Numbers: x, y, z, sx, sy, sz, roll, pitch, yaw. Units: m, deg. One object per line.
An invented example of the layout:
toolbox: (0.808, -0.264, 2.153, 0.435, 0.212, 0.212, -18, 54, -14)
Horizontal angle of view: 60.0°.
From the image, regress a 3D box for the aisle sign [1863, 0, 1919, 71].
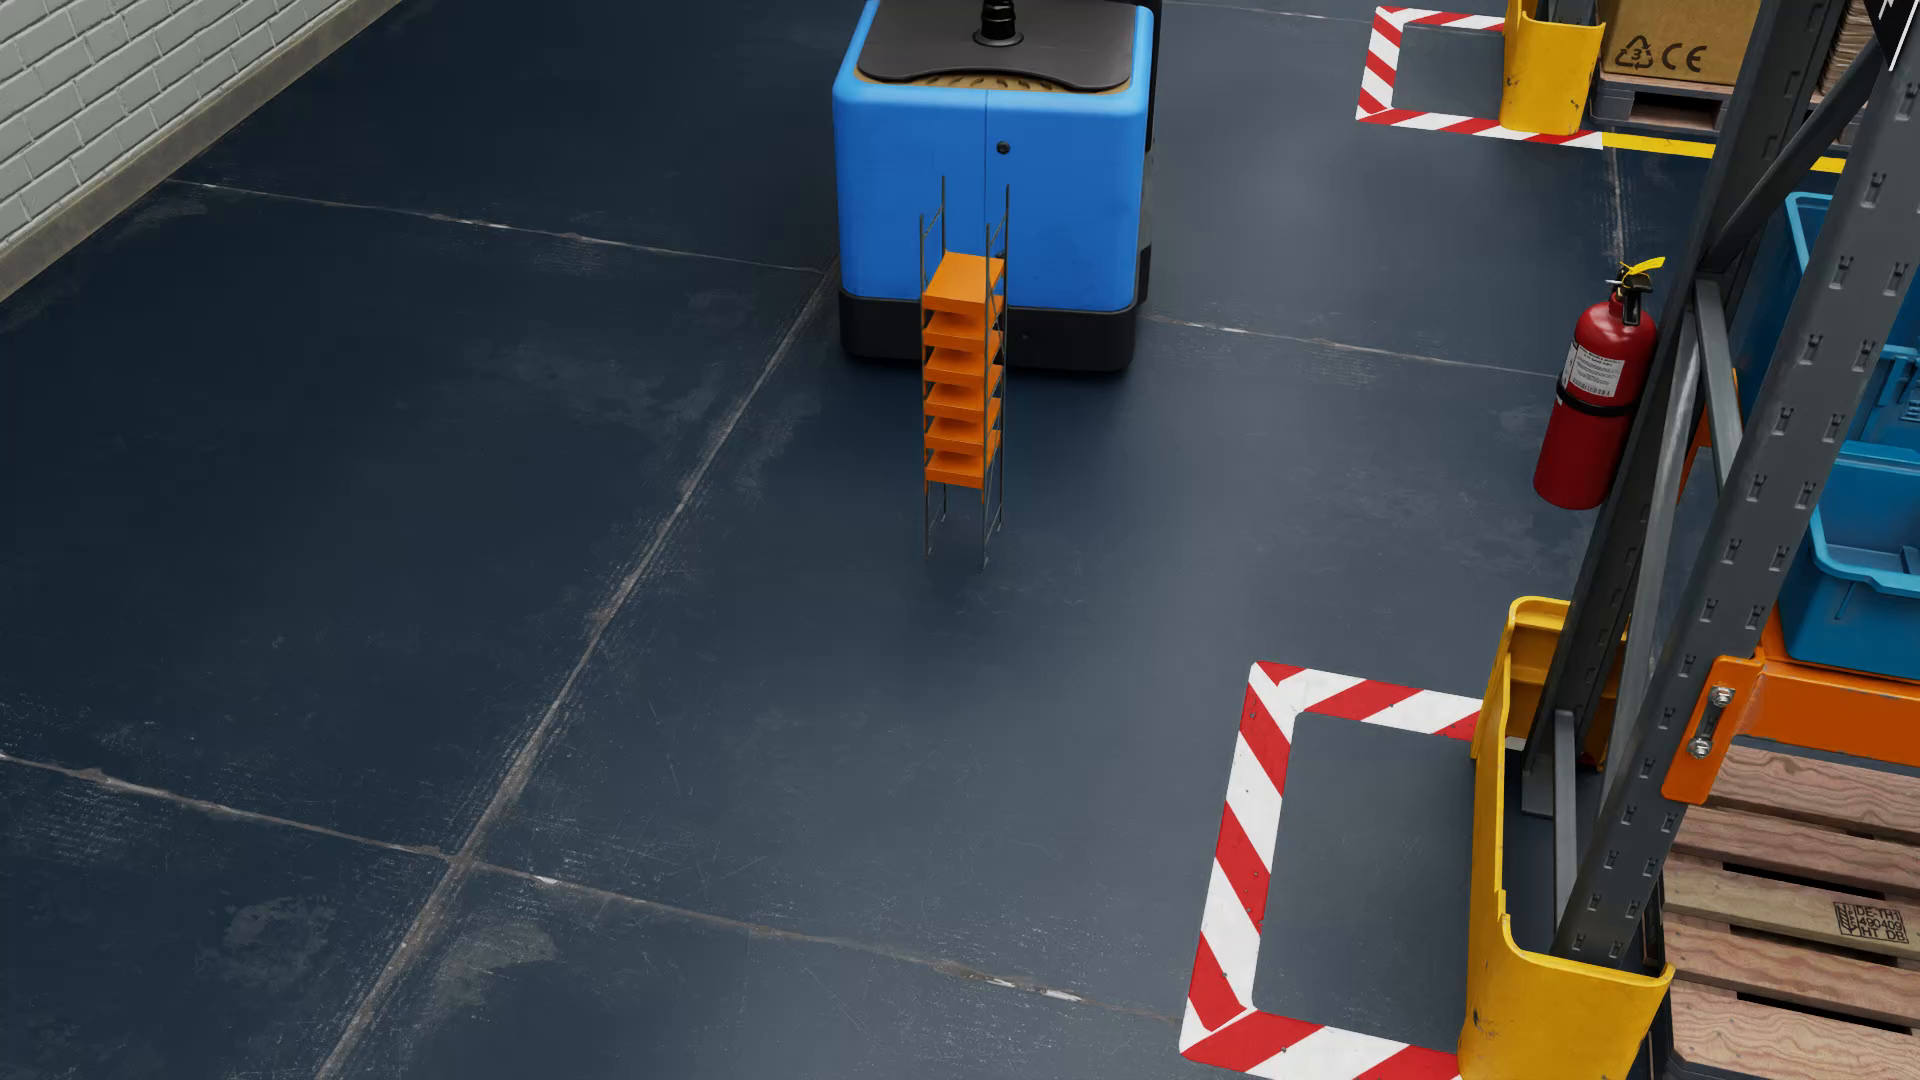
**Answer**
aisle sign: (1.323, -1.066, 2.165, 0.004, 0.787, 0.394, 10, 41, 11)

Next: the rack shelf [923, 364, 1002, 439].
rack shelf: (0.014, -0.423, 4.890, 0.180, 0.103, 0.258, 10, 41, 11)

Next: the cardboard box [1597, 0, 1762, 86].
cardboard box: (3.388, -2.610, 7.351, 0.875, 0.875, 0.875, 10, 41, 11)

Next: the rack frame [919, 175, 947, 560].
rack frame: (-0.074, -0.472, 4.879, 0.006, 1.200, 0.240, 10, 41, 11)

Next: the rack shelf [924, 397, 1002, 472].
rack shelf: (0.014, -0.331, 4.967, 0.180, 0.103, 0.258, 10, 41, 11)

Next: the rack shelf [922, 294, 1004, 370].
rack shelf: (0.014, -0.607, 4.735, 0.180, 0.103, 0.258, 10, 41, 11)

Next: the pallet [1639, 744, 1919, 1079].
pallet: (2.256, 0.986, 3.911, 1.213, 0.211, 1.003, 10, 41, 11)

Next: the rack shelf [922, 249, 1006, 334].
rack shelf: (0.014, -0.699, 4.658, 0.180, 0.103, 0.258, 10, 41, 11)

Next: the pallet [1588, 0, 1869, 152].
pallet: (3.542, -2.168, 7.667, 1.213, 0.211, 1.003, 10, 41, 11)

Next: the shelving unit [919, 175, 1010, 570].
shelving unit: (0.014, -0.457, 4.861, 0.189, 1.200, 0.258, 10, 41, 11)

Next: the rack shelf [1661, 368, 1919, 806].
rack shelf: (3.401, 0.365, 3.042, 4.000, 0.370, 1.077, 10, 41, 11)

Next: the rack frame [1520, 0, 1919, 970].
rack frame: (1.469, -0.243, 3.207, 0.127, 3.000, 1.000, 10, 41, 11)

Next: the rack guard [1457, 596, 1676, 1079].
rack guard: (1.442, 0.719, 4.006, 0.348, 0.500, 1.175, 10, 41, 11)

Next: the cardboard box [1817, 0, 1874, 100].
cardboard box: (4.267, -2.459, 7.171, 0.875, 0.875, 0.875, 10, 41, 11)

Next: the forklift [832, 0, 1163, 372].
forklift: (0.253, -2.655, 6.133, 1.130, 2.935, 3.031, 4, 40, 5)

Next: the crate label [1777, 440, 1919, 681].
crate label: (1.622, 0.044, 2.949, 0.303, 0.233, 0.416, 10, 41, 11)

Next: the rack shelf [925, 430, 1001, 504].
rack shelf: (0.014, -0.239, 5.044, 0.180, 0.103, 0.258, 10, 41, 11)

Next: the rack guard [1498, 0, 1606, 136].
rack guard: (2.726, -2.367, 7.679, 0.348, 0.500, 1.175, 10, 41, 11)

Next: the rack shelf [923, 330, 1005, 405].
rack shelf: (0.014, -0.515, 4.813, 0.180, 0.103, 0.258, 10, 41, 11)

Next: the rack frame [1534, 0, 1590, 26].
rack frame: (2.749, -3.320, 6.870, 0.127, 3.000, 1.000, 10, 41, 11)

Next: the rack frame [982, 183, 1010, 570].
rack frame: (0.102, -0.442, 4.843, 0.006, 1.200, 0.240, 10, 41, 11)

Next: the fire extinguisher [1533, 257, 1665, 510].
fire extinguisher: (1.441, -0.378, 3.717, 0.183, 0.674, 0.296, 10, 41, 11)

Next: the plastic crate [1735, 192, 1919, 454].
plastic crate: (1.841, -0.340, 3.248, 0.499, 0.435, 0.616, 10, 41, 11)
